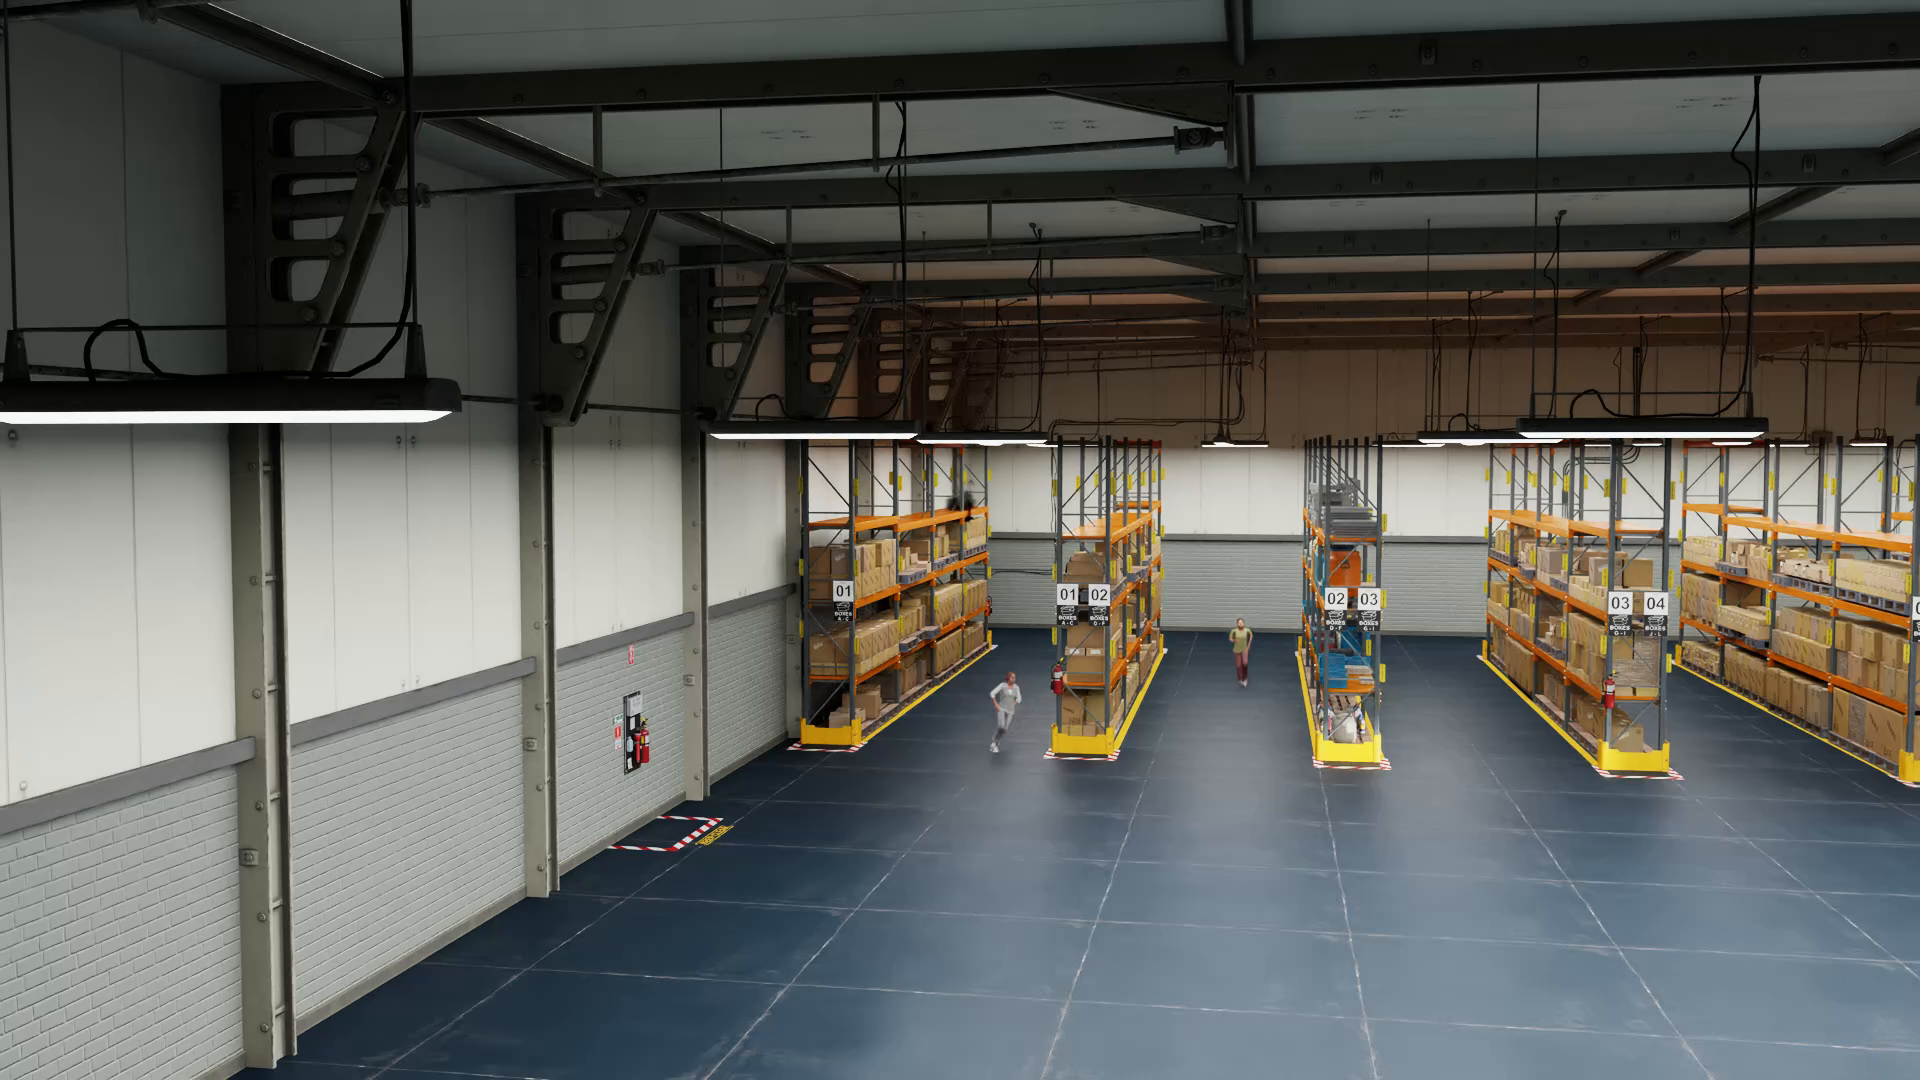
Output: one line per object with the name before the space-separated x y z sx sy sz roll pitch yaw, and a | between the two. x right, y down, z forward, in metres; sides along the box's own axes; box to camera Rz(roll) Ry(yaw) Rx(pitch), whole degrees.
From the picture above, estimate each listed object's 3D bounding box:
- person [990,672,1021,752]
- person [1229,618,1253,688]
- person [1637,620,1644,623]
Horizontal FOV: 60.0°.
person | 0.865 3.250 31.466 0.612 1.525 0.562 -1 3 -17
person | 6.791 2.722 40.270 0.562 1.677 0.748 1 3 11
person | 17.891 2.594 44.210 0.623 1.497 0.522 1 3 26
